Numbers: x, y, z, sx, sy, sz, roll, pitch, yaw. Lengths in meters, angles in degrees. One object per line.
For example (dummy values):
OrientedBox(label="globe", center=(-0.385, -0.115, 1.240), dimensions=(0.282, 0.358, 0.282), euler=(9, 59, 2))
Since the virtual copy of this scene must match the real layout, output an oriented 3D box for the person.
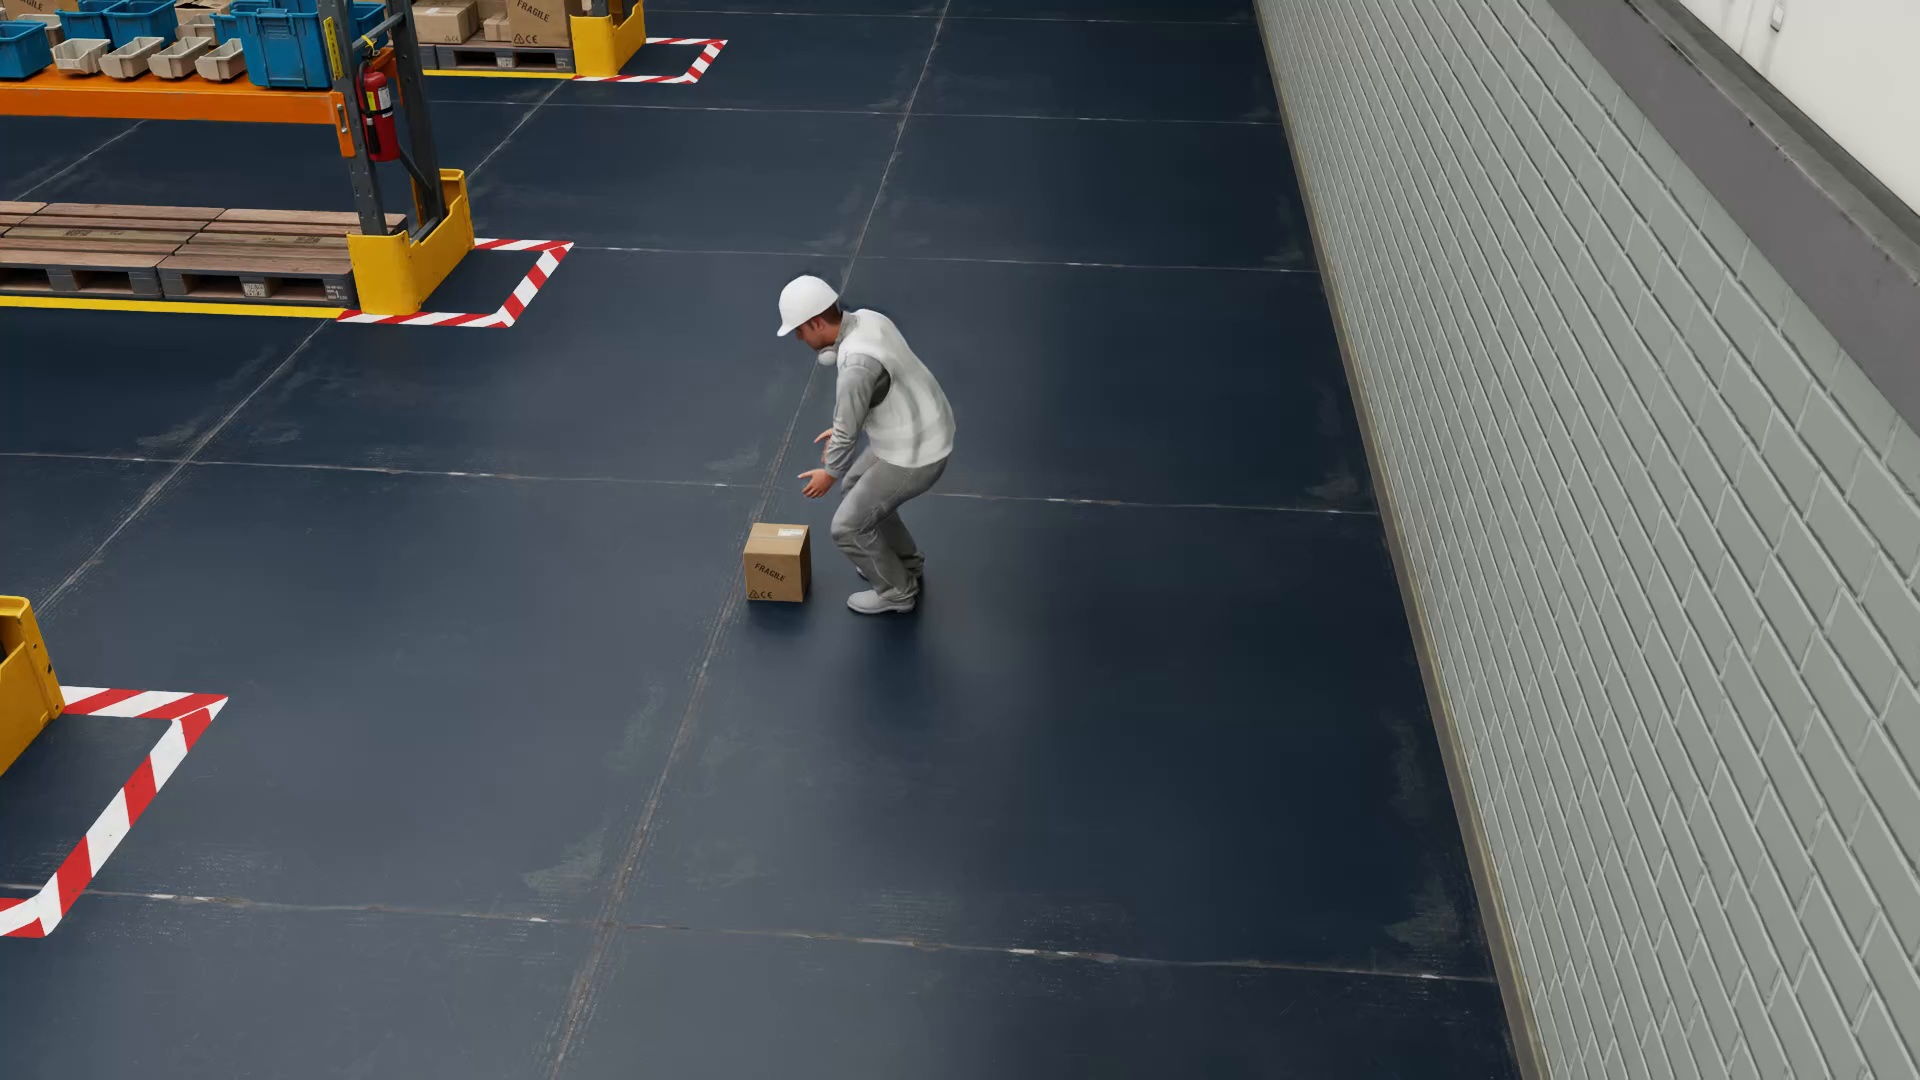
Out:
OrientedBox(label="person", center=(-0.385, -0.396, 7.011), dimensions=(0.705, 1.506, 0.590), euler=(3, 32, 4))
